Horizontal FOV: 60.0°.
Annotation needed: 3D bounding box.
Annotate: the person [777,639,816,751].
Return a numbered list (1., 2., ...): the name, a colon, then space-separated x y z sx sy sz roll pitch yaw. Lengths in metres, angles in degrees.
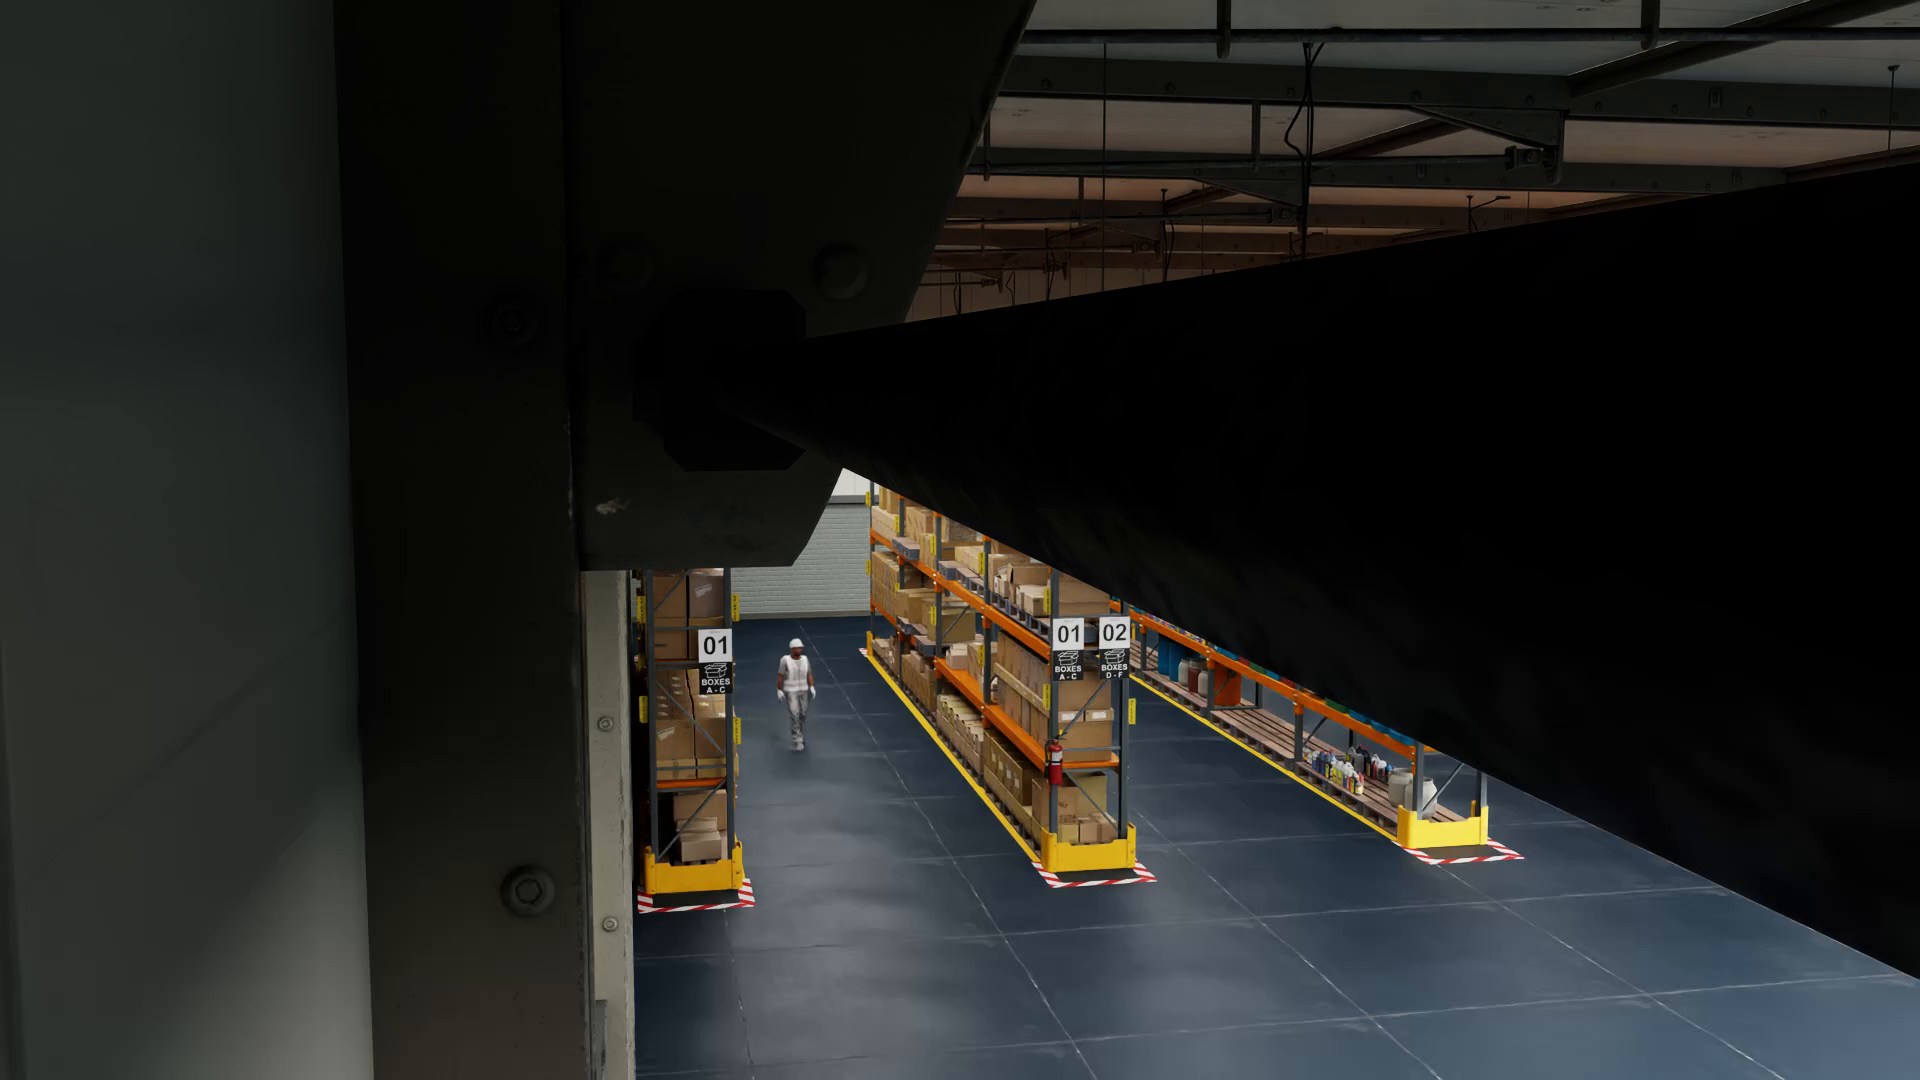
1. person: -2.666 2.561 27.738 0.584 1.786 0.747 -4 7 -33
